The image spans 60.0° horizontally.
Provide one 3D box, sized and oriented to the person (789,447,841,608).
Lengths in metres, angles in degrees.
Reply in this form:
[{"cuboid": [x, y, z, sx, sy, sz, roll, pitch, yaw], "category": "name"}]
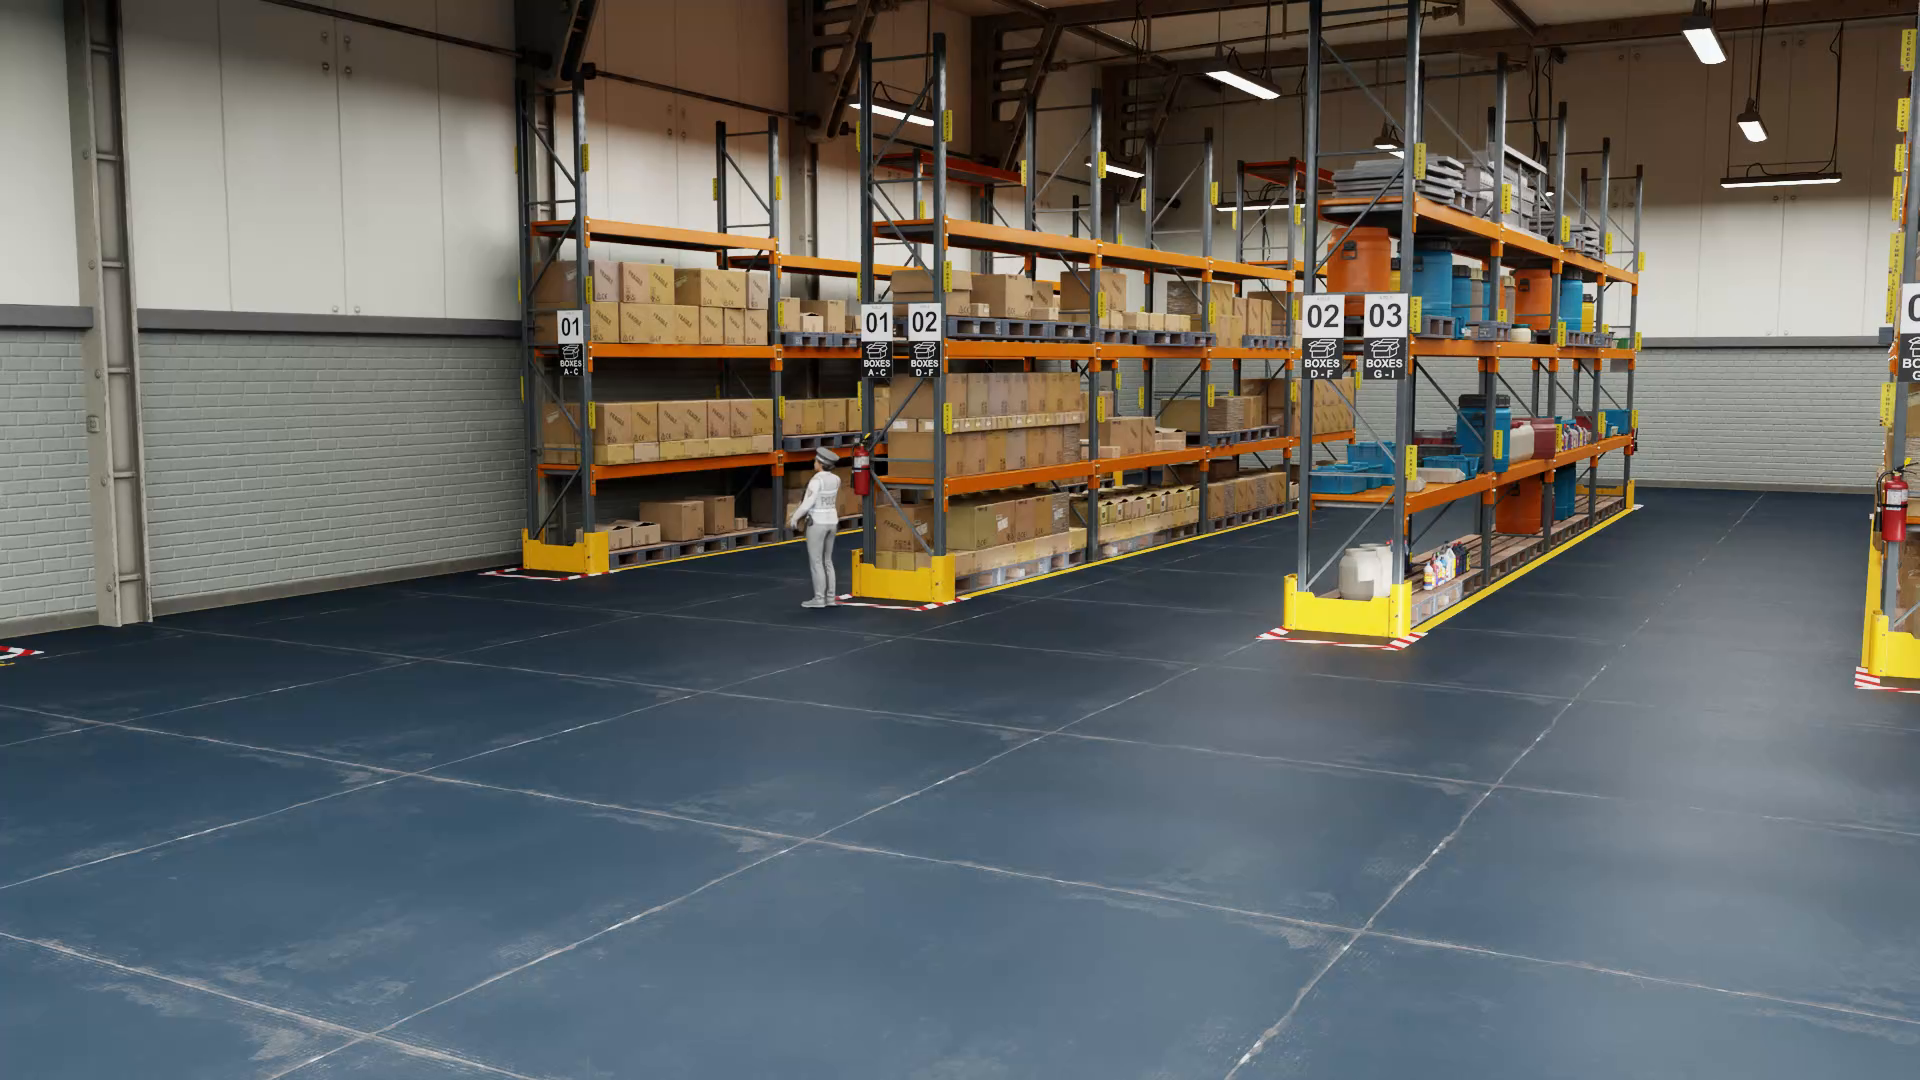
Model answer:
[{"cuboid": [-1.505, -0.135, 17.461, 0.543, 1.700, 0.491, 4, 7, 31], "category": "person"}]
